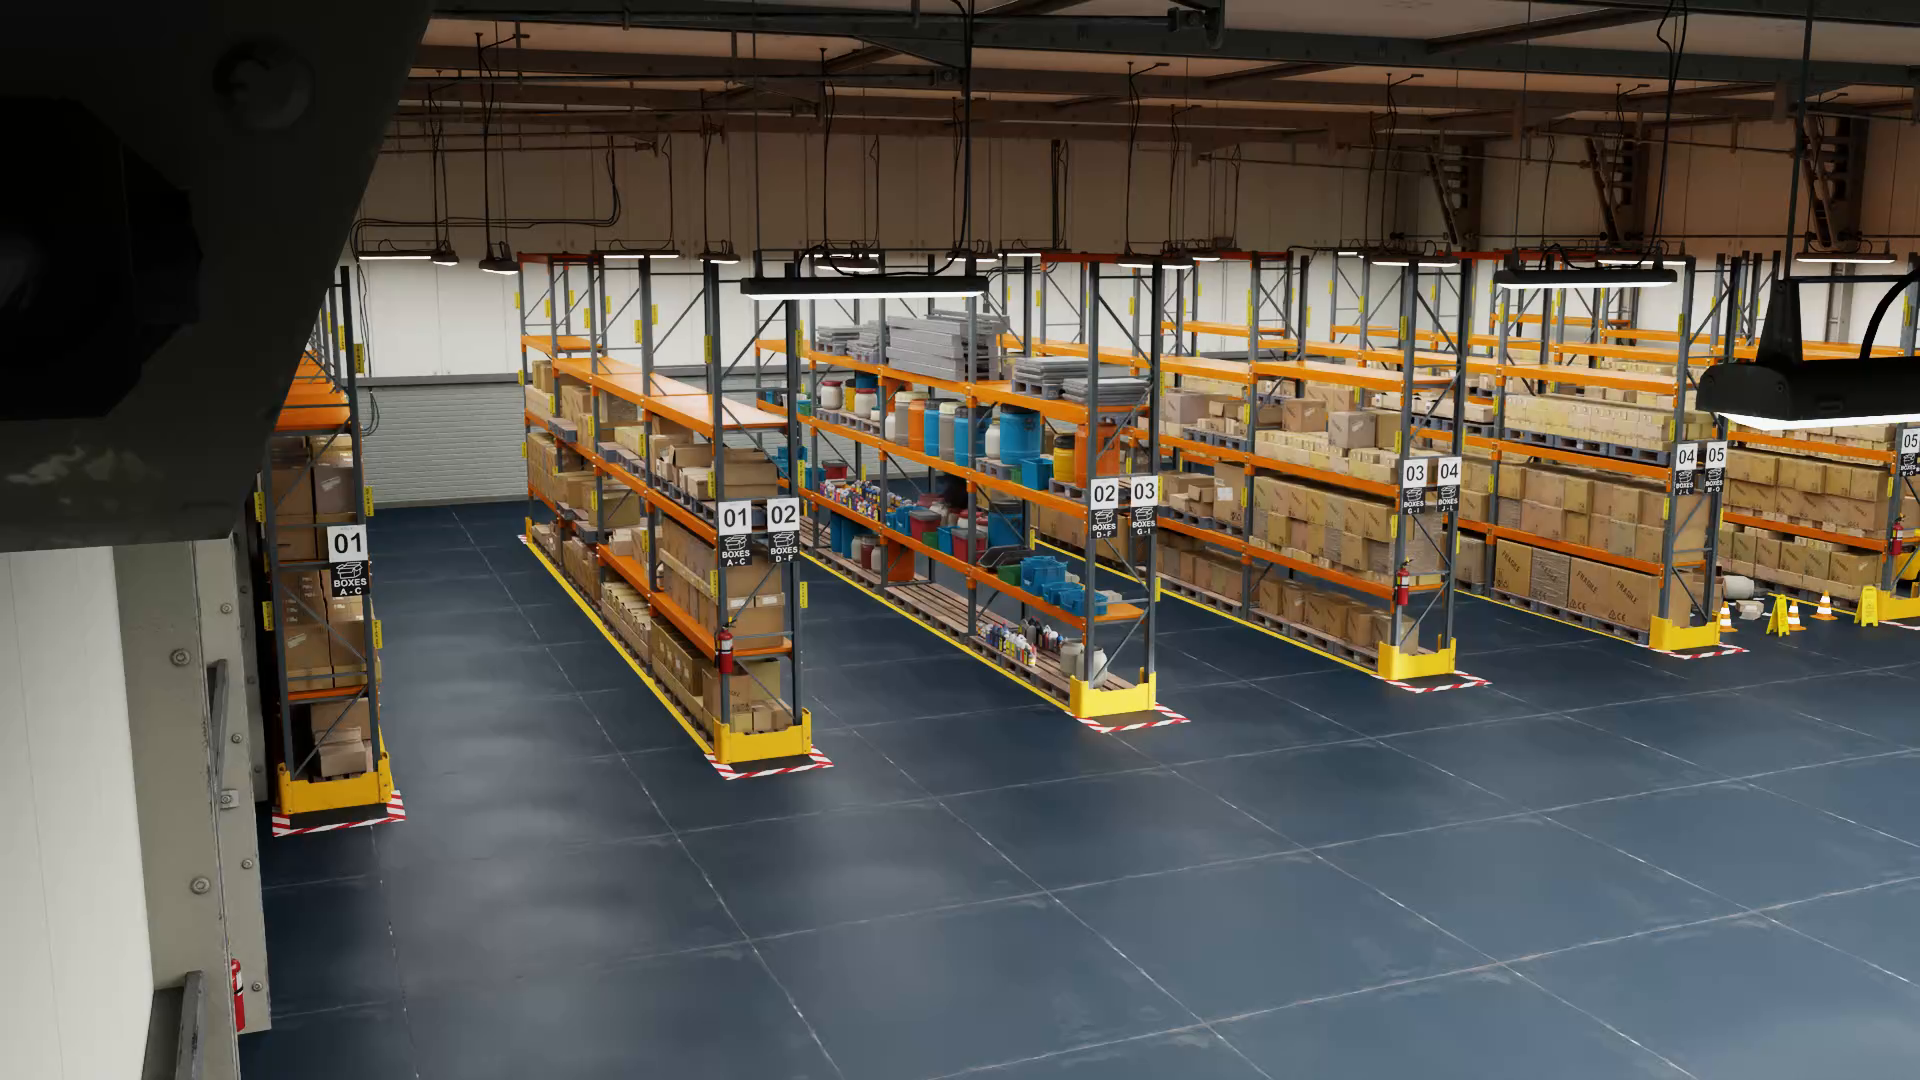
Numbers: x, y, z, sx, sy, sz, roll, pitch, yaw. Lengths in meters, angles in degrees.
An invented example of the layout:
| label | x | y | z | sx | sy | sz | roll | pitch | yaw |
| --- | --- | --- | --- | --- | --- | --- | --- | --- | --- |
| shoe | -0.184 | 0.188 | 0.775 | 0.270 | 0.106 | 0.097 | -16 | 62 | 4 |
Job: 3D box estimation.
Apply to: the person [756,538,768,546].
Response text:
| label | x | y | z | sx | sy | sz | roll | pitch | yaw |
| --- | --- | --- | --- | --- | --- | --- | --- | --- | --- |
| person | -3.701 | -0.123 | 30.945 | 0.694 | 1.736 | 0.640 | -5 | 12 | -26 |

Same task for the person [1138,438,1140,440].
| label | x | y | z | sx | sy | sz | roll | pitch | yaw |
| --- | --- | --- | --- | --- | --- | --- | --- | --- | --- |
| person | 4.277 | -1.976 | 41.455 | 0.499 | 1.434 | 0.613 | -4 | 11 | -20 |

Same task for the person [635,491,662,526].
| label | x | y | z | sx | sy | sz | roll | pitch | yaw |
| --- | --- | --- | --- | --- | --- | --- | --- | --- | --- |
| person | -6.537 | -0.852 | 34.973 | 0.562 | 1.568 | 0.604 | 9 | 14 | 41 |
